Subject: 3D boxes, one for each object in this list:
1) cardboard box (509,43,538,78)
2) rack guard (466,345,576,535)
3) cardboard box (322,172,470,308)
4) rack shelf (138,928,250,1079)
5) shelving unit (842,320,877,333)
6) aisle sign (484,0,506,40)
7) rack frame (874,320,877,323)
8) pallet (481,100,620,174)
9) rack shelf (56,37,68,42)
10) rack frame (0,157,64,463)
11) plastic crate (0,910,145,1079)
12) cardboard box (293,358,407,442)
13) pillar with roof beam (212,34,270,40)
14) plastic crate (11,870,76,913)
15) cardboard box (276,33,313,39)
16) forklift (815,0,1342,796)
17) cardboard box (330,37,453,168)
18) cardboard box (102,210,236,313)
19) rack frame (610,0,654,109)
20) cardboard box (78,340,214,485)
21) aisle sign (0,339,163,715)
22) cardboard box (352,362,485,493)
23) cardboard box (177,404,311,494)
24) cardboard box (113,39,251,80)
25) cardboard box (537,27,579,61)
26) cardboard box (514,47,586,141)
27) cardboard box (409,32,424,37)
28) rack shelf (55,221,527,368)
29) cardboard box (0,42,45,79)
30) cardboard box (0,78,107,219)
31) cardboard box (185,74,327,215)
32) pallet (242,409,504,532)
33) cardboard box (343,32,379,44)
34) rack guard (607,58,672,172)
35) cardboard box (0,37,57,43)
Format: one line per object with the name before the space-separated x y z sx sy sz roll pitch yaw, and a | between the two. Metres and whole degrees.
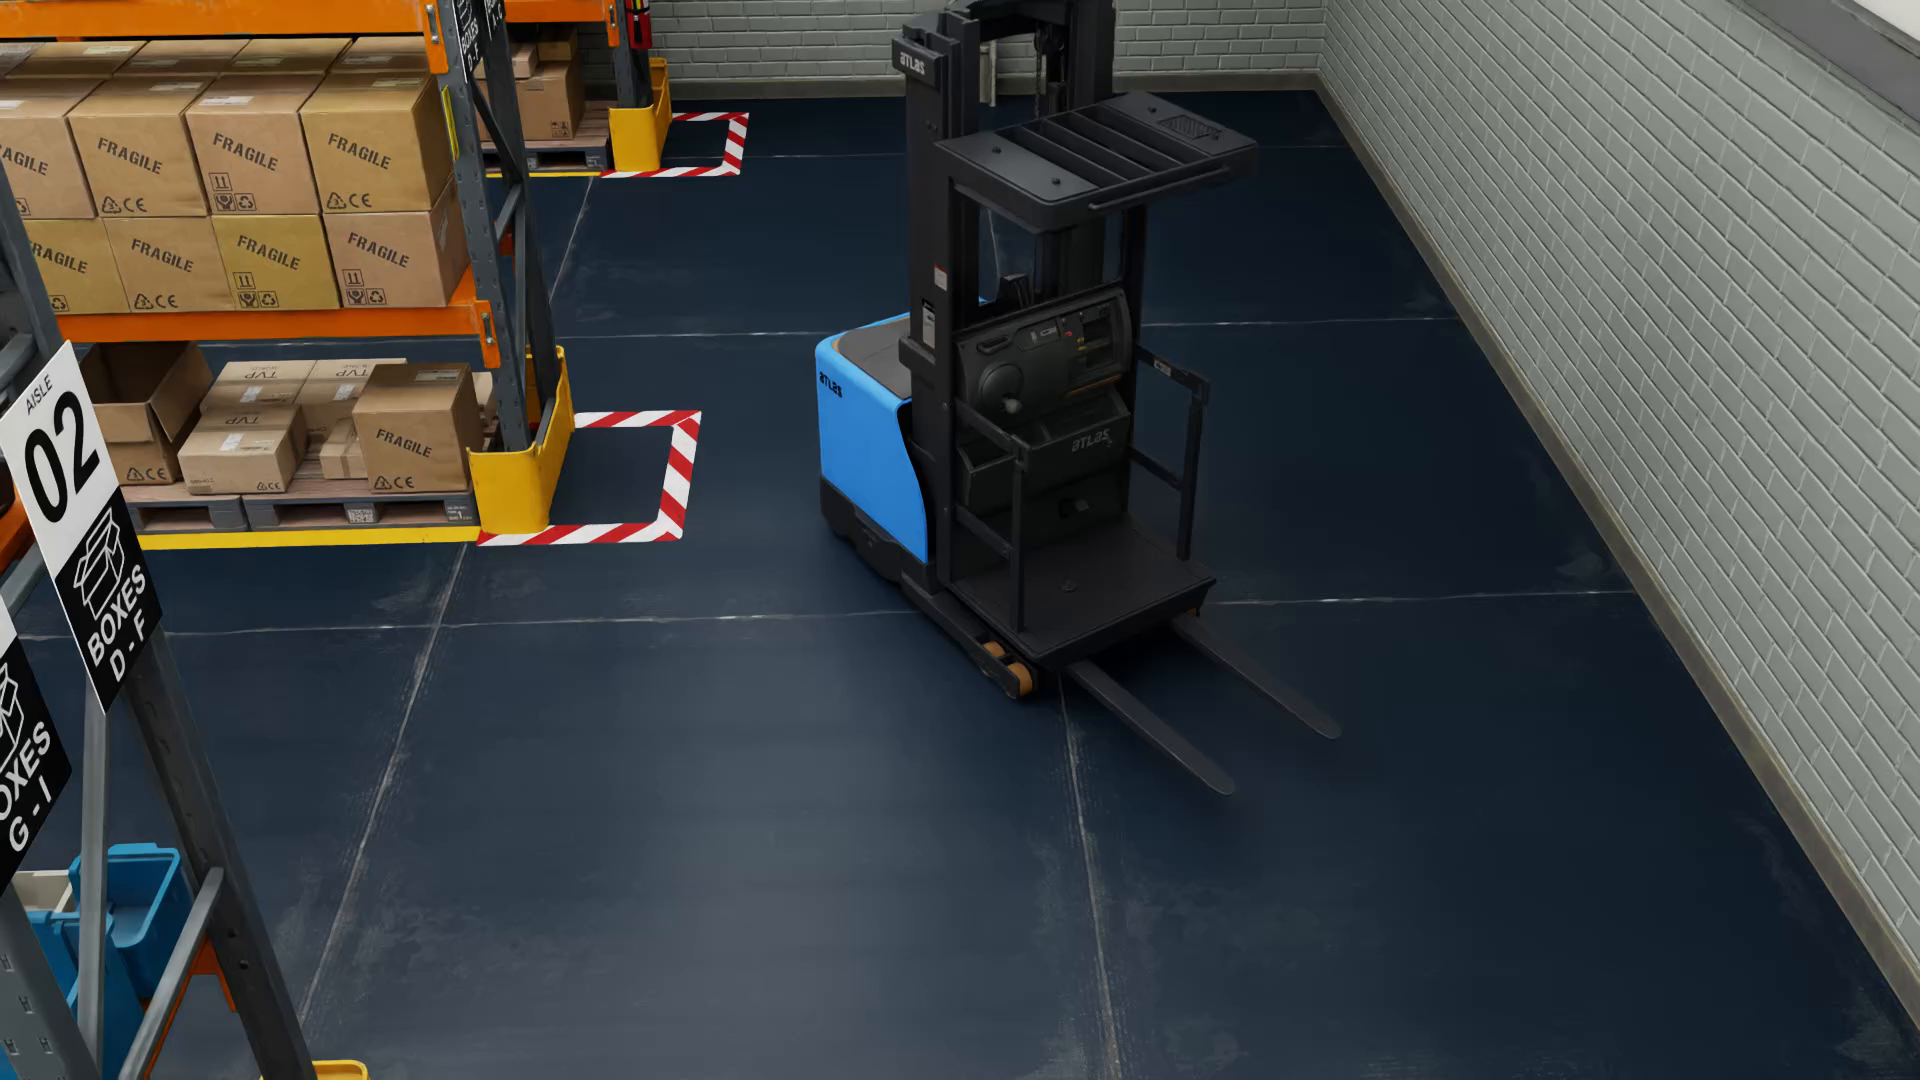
cardboard box | -3.369 -3.643 12.636 0.250 0.149 0.380 -2 35 -3
rack guard | -2.393 -0.569 9.133 0.348 0.500 1.175 -2 35 -2
cardboard box | -2.751 -1.473 8.155 0.500 0.500 0.500 -1 35 -1
rack shelf | -4.084 1.567 4.483 4.000 0.370 1.077 -2 35 -2
shelving unit | -0.470 -0.716 8.993 0.210 0.900 0.258 -22 40 -28
aisle sign | -2.262 -2.837 7.928 0.004 0.787 0.394 -2 35 -2
rack frame | -0.386 -0.749 9.040 0.006 0.900 0.240 -22 40 -28
pallet | -3.350 -3.202 13.191 1.213 0.211 1.003 -2 35 -2
rack shelf | -8.548 -3.957 12.464 4.000 0.370 1.077 -2 35 -2
rack frame | -2.086 -1.250 2.649 0.127 3.000 1.000 -2 35 -2
plastic crate | -2.412 1.293 4.162 0.499 0.435 0.616 -2 35 -2
cardboard box | -3.373 -0.782 9.274 0.500 0.250 0.500 -2 35 -2
pillar with roof beam | -5.688 -4.837 7.832 0.400 9.000 9.100 -2 35 -2
plastic crate | -2.672 1.082 4.730 0.298 0.136 0.250 -2 35 -2
cardboard box | -5.163 -3.812 12.880 0.250 0.149 0.380 -3 35 -4
forklift | 0.511 -0.785 7.309 1.130 2.935 3.031 -22 40 -28
cardboard box | -2.772 -2.189 8.311 0.500 0.500 0.500 -1 35 -1
cardboard box | -3.768 -1.447 8.117 0.500 0.500 0.500 -1 35 -2
rack frame | -2.555 -4.415 12.493 0.127 3.000 1.000 -2 35 -2
cardboard box | -4.436 -0.699 8.931 0.637 0.503 0.797 -2 35 -2
aisle sign | -2.028 -0.023 3.863 0.004 0.787 0.394 -2 35 -2
cardboard box | -2.848 -0.597 8.787 0.500 0.500 0.500 -2 35 -2
cardboard box | -3.798 -0.486 8.846 0.500 0.250 0.500 -2 35 -2
cardboard box | -3.794 -2.160 8.269 0.500 0.500 0.500 -1 35 -2
cardboard box | -3.134 -3.867 12.960 0.250 0.149 0.380 -1 35 -2
cardboard box | -3.249 -3.484 12.975 0.500 0.500 0.700 -2 35 -2
cardboard box | -4.144 -3.840 12.920 0.250 0.149 0.380 -1 35 -2
rack shelf | -4.314 -1.249 8.551 4.000 0.370 1.077 -2 35 -2
cardboard box | -4.804 -2.133 8.230 0.500 0.500 0.500 -1 35 -2
cardboard box | -4.284 -1.838 7.804 0.500 0.500 0.500 -1 35 -1
cardboard box | -3.253 -1.869 7.848 0.500 0.500 0.500 -1 35 -1
pallet | -3.189 -0.428 9.183 1.213 0.211 1.003 -2 35 -2
cardboard box | -4.653 -3.826 12.900 0.250 0.149 0.380 -2 35 -3
rack guard | -2.531 -3.387 13.205 0.348 0.500 1.175 -2 35 -2
cardboard box | -7.194 -3.504 12.697 0.750 0.750 0.750 -1 35 -2
